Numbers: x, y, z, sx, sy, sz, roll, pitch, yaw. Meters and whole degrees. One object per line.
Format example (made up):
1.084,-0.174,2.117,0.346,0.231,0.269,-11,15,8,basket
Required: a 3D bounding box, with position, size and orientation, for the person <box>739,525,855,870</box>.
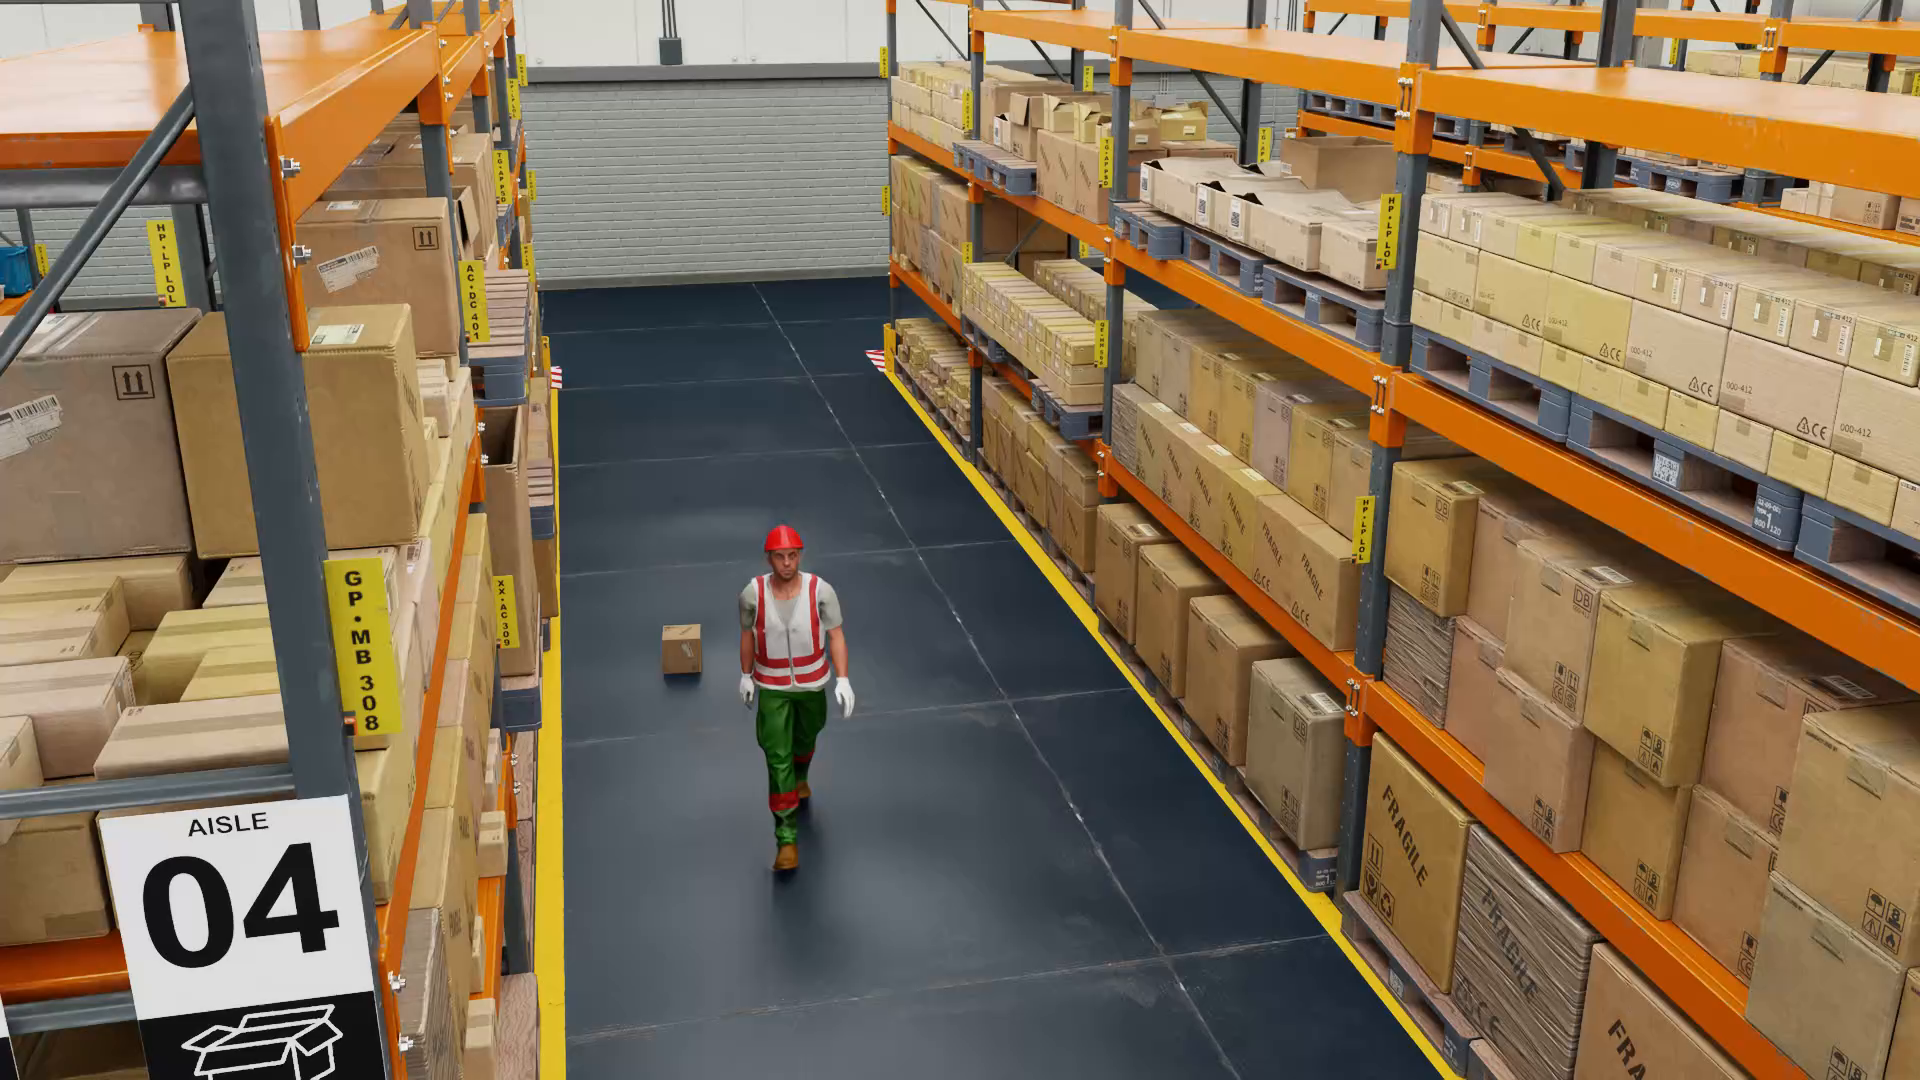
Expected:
-0.870,0.773,8.842,0.583,1.740,1.057,-4,20,-11,person
